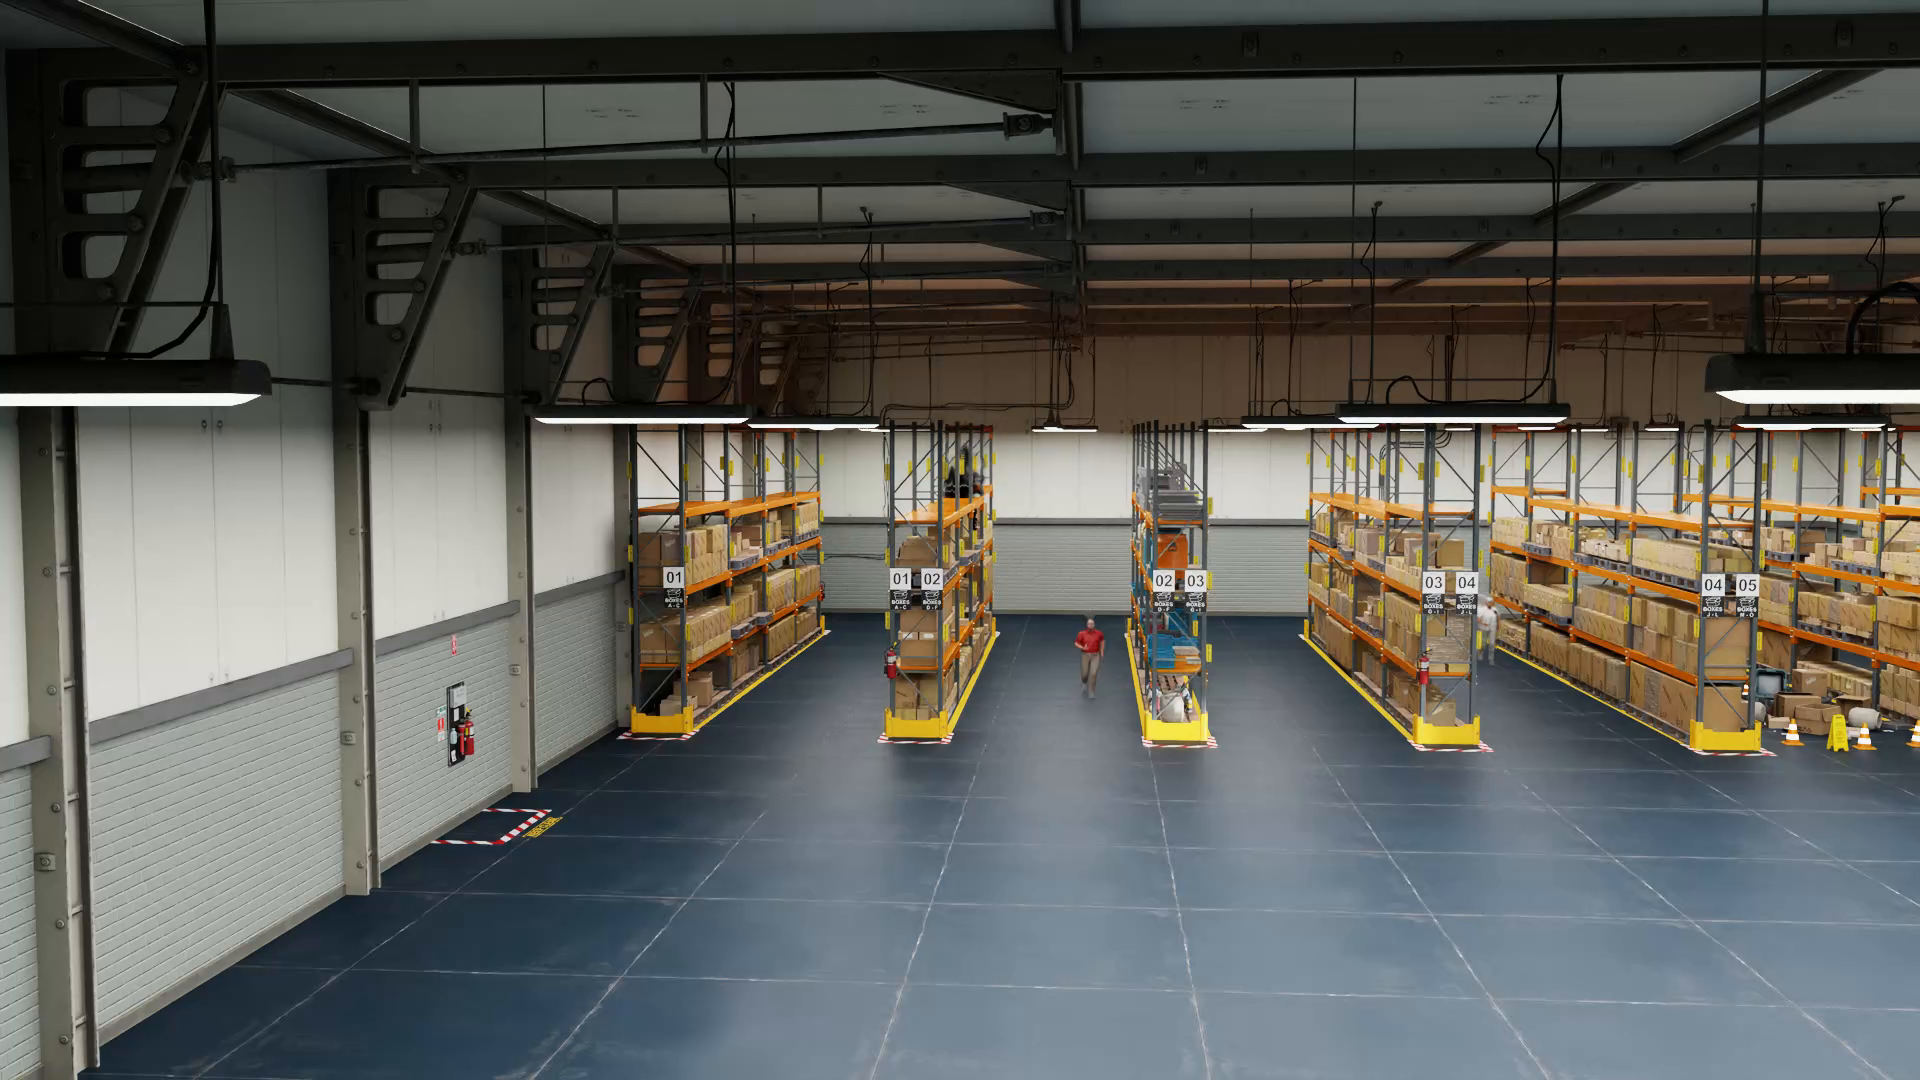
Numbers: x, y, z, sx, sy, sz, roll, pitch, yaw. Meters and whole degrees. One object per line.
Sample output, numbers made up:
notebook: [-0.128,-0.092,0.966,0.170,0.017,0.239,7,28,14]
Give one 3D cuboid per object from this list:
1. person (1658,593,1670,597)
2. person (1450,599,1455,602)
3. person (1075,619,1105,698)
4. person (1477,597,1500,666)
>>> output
person: [20.227,1.872,47.274,0.736,1.814,0.720,1,4,20]
person: [13.434,2.020,46.173,0.610,1.607,0.599,2,4,34]
person: [2.846,2.568,36.356,0.670,1.698,0.796,0,4,-1]
person: [13.222,2.269,41.629,0.628,1.684,0.803,0,4,3]
